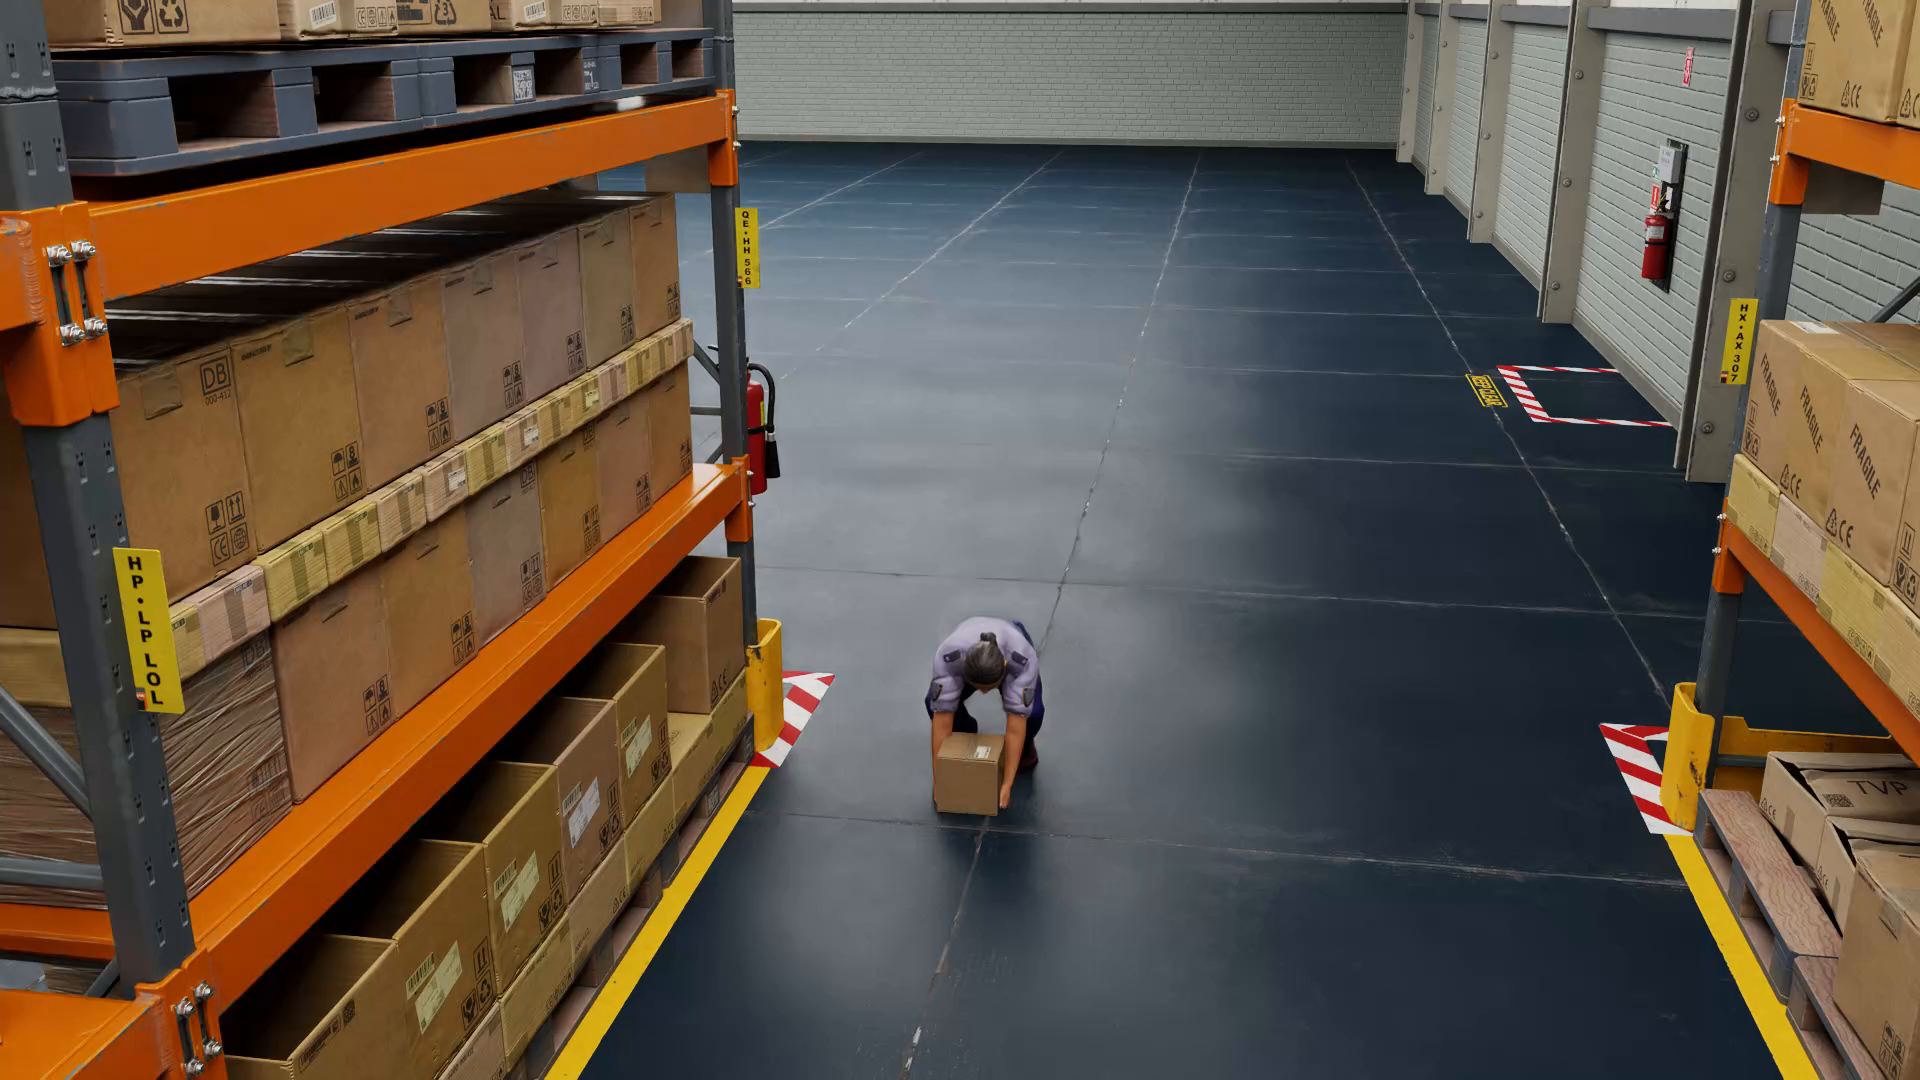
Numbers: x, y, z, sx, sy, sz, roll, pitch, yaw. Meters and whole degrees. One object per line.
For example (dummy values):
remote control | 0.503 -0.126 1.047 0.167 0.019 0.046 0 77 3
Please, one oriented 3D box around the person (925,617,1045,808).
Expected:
person | 0.116 0.659 7.091 0.507 0.774 0.870 2 18 8
